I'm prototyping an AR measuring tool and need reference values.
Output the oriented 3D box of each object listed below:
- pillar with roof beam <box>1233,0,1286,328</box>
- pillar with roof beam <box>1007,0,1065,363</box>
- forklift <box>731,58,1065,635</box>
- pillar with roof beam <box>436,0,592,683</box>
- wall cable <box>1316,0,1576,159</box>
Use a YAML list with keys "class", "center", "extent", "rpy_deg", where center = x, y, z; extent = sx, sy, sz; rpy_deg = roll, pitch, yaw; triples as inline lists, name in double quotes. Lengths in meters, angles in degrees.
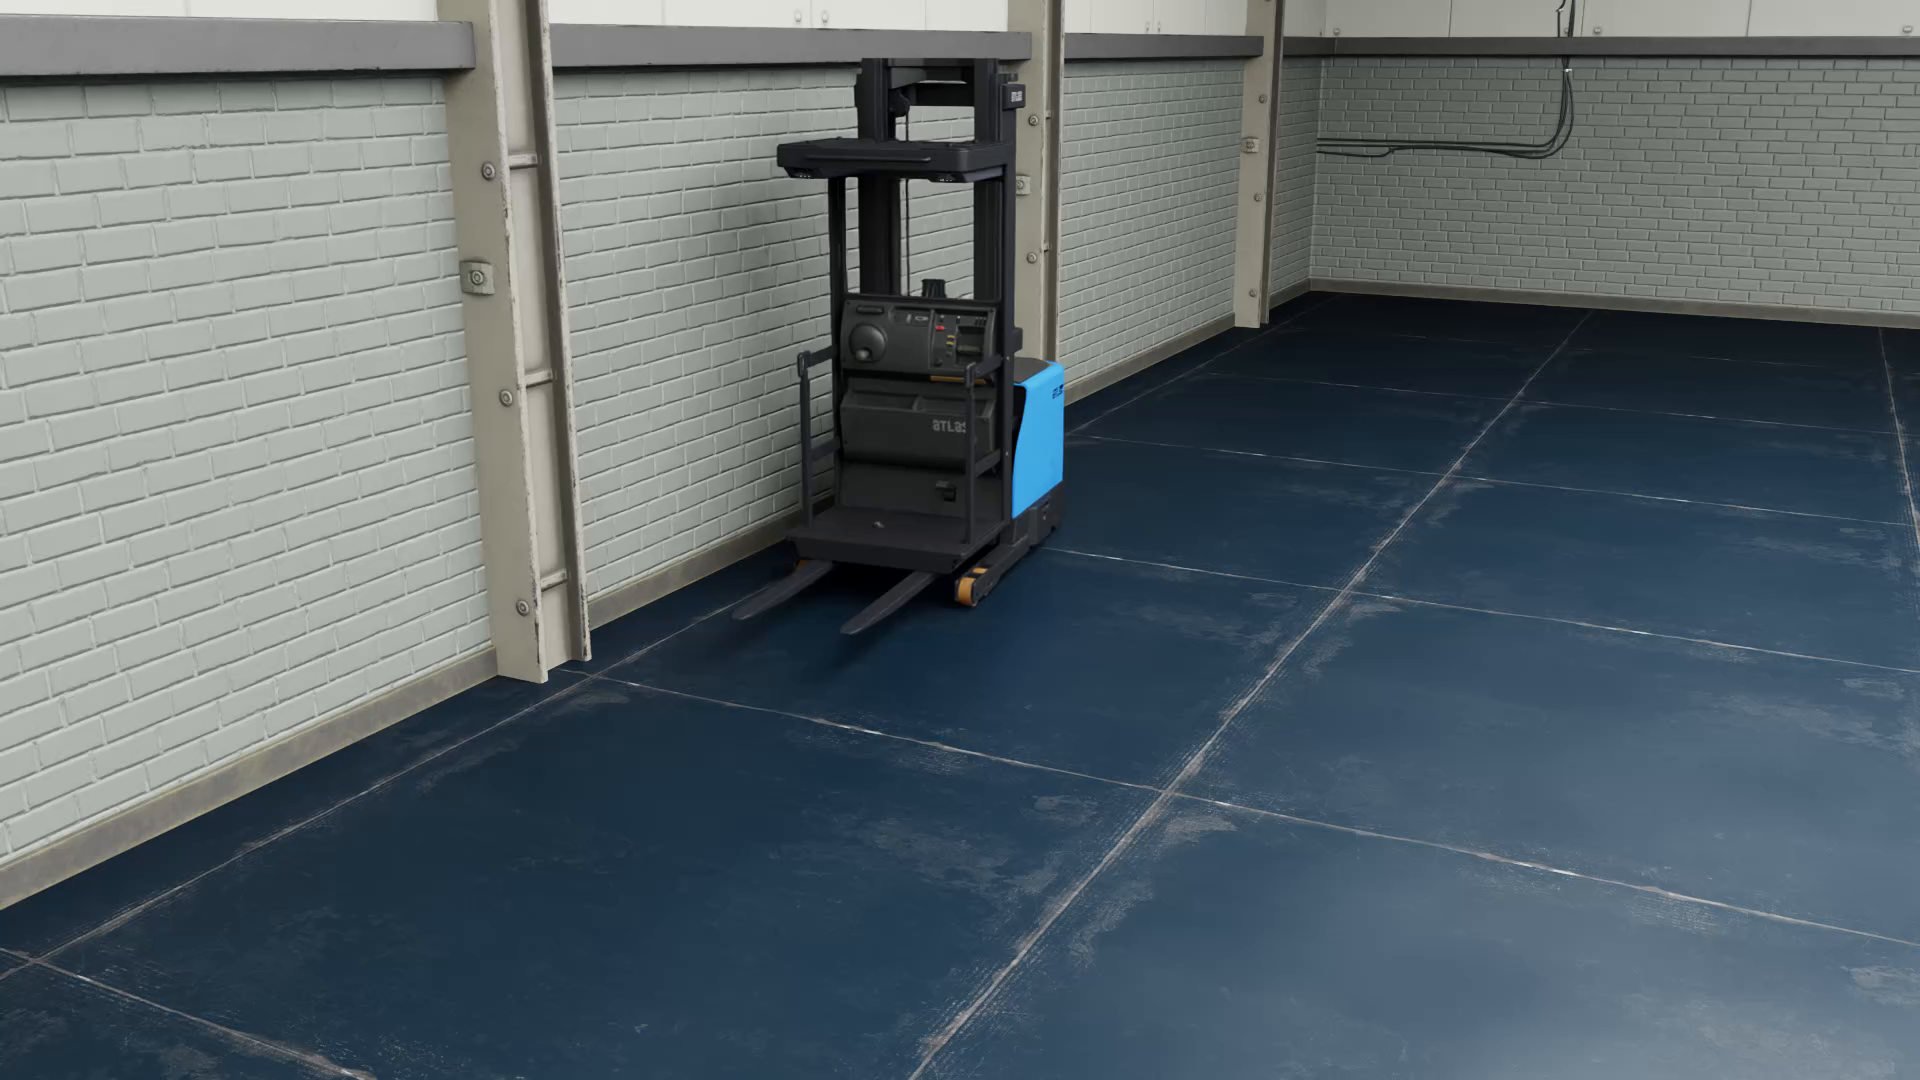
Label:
- class: "pillar with roof beam"
  center: [7.111, -6.189, 15.555]
  extent: [9.100, 9.000, 0.400]
  rpy_deg: [8, 18, 25]
- class: "pillar with roof beam"
  center: [4.429, -4.660, 10.410]
  extent: [9.100, 9.000, 0.400]
  rpy_deg: [8, 18, 25]
- class: "forklift"
  center: [-0.316, -1.166, 9.302]
  extent: [1.130, 2.935, 3.031]
  rpy_deg: [6, 18, 20]
- class: "pillar with roof beam"
  center: [1.748, -3.132, 5.264]
  extent: [9.100, 9.000, 0.400]
  rpy_deg: [8, 18, 25]
- class: "wall cable"
  center: [5.759, -5.830, 19.801]
  extent: [3.097, 2.526, 0.112]
  rpy_deg: [8, 18, 25]
